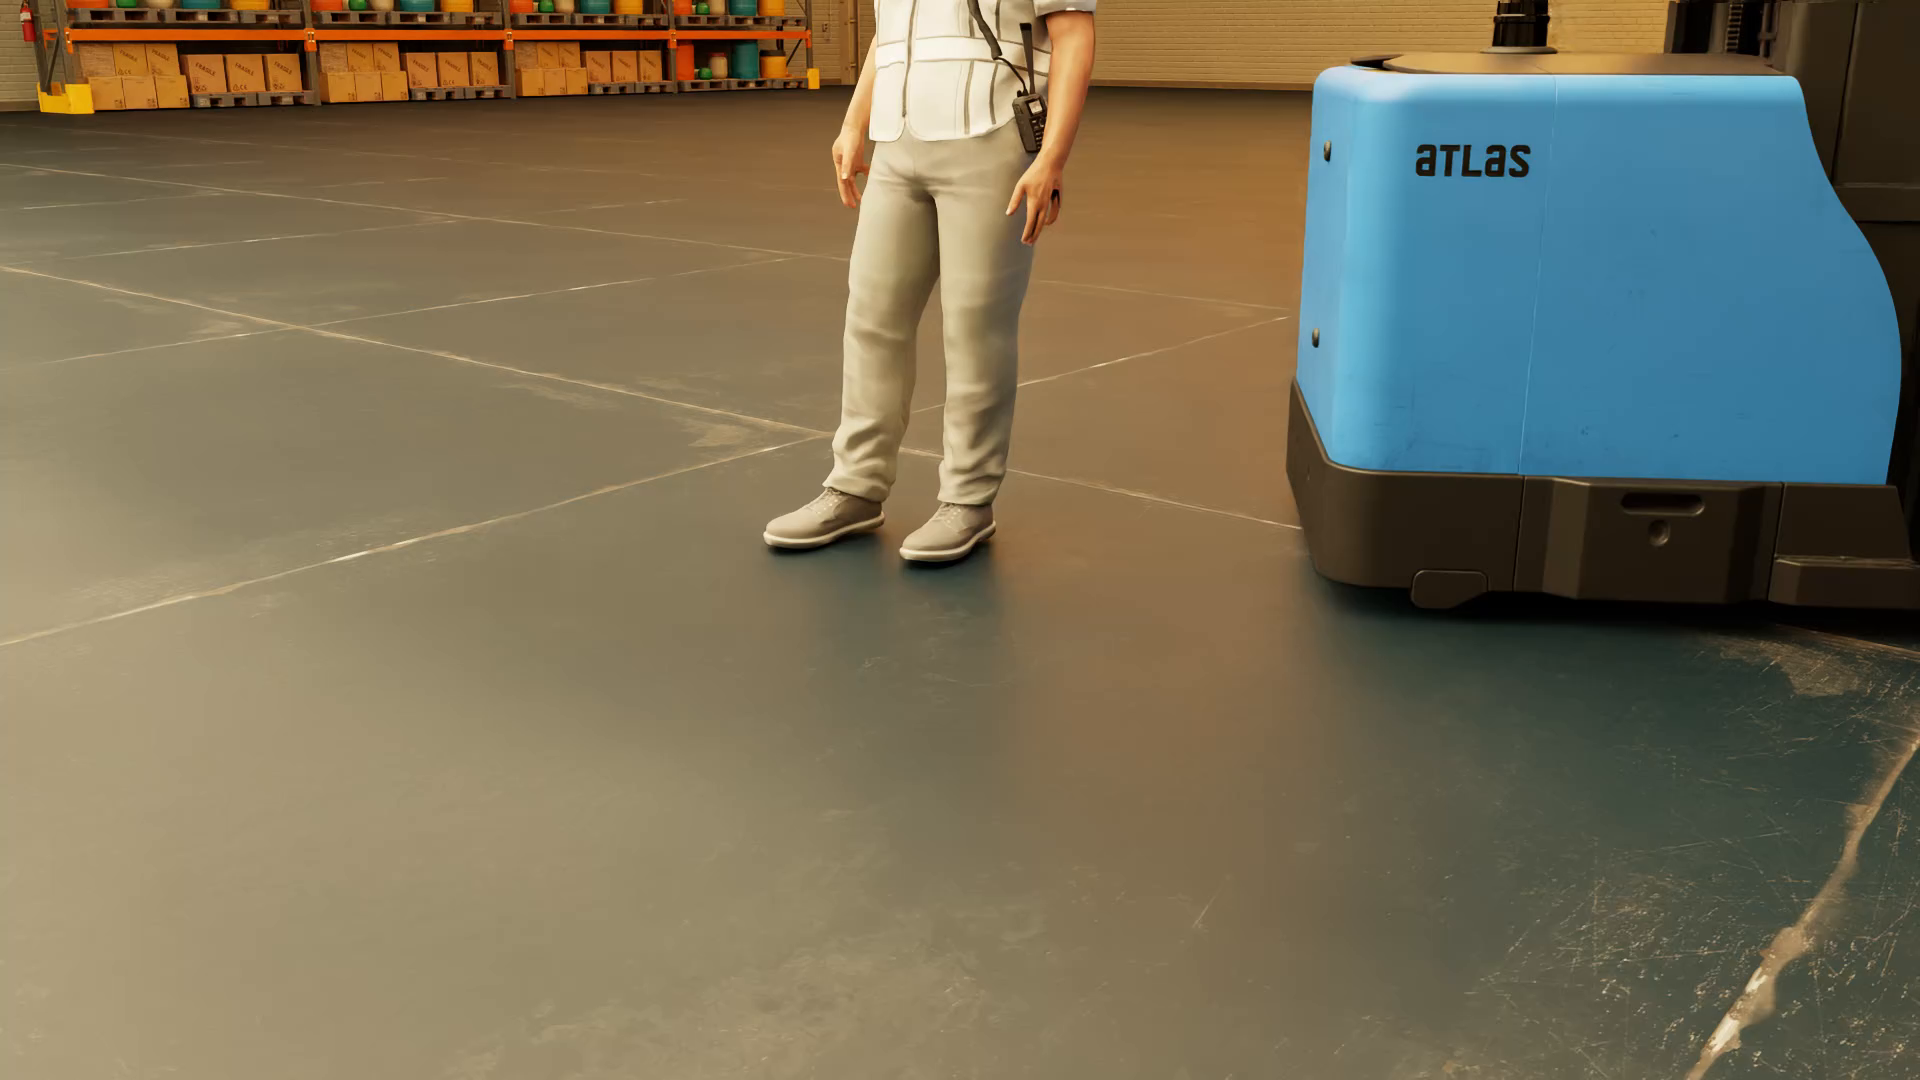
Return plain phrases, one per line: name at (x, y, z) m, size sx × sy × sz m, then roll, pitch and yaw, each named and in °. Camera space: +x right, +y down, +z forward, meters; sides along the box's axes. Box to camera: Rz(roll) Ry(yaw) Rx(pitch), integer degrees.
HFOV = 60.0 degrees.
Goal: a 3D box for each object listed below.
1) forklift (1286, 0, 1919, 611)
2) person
forklift at (2.299, -1.343, 3.320) m, size 3.031 × 2.935 × 1.130 m, roll 2°, pitch 17°, yaw 6°
person at (-0.059, -0.843, 3.631) m, size 0.640 × 1.777 × 0.575 m, roll 13°, pitch 21°, yaw 37°
